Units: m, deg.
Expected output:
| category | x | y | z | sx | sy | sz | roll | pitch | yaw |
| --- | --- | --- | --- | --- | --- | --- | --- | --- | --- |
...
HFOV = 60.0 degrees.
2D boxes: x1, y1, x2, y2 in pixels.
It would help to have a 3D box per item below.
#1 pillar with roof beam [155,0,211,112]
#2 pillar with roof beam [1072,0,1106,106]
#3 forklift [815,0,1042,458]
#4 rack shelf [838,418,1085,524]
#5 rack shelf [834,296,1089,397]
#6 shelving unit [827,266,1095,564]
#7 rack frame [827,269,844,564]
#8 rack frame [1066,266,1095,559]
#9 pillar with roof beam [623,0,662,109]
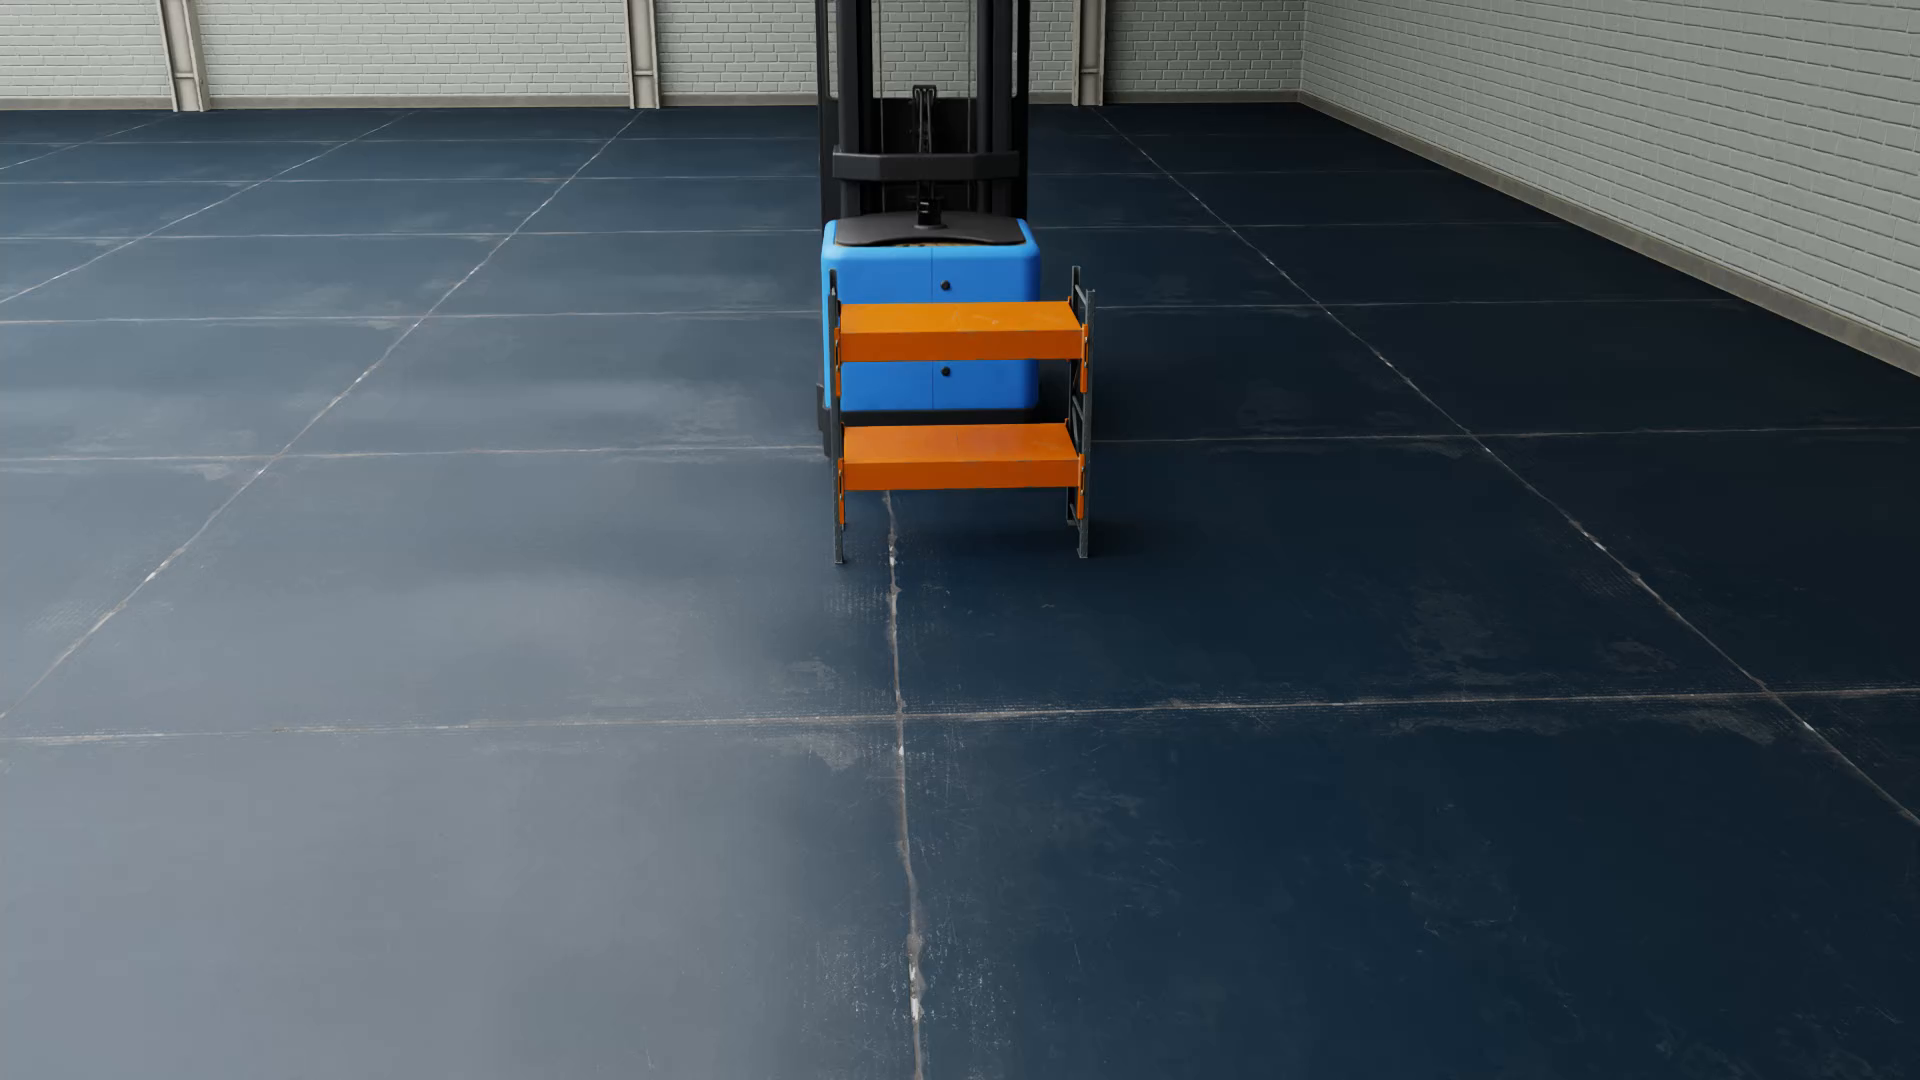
| category | x | y | z | sx | sy | sz | roll | pitch | yaw |
| --- | --- | --- | --- | --- | --- | --- | --- | --- | --- |
| pillar with roof beam | -9.989 | -8.411 | 16.566 | 0.400 | 9.000 | 9.100 | -1 | 21 | -3 |
| pillar with roof beam | 1.992 | -8.655 | 17.207 | 0.400 | 9.000 | 9.100 | -1 | 21 | -3 |
| forklift | -0.203 | -2.229 | 8.855 | 1.130 | 2.935 | 3.031 | -1 | 21 | -3 |
| rack shelf | -0.007 | -0.297 | 7.007 | 1.000 | 0.278 | 0.538 | -1 | 21 | -3 |
| rack shelf | -0.007 | -0.799 | 6.816 | 1.000 | 0.278 | 0.538 | -1 | 21 | -3 |
| shelving unit | -0.007 | -0.526 | 6.920 | 1.048 | 1.125 | 0.538 | -1 | 21 | -3 |
| rack frame | -0.514 | -0.515 | 6.893 | 0.032 | 1.125 | 0.500 | -1 | 21 | -3 |
| rack frame | 0.501 | -0.536 | 6.948 | 0.032 | 1.125 | 0.500 | -1 | 21 | -3 |
| pillar with roof beam | -3.999 | -8.533 | 16.886 | 0.400 | 9.000 | 9.100 | -1 | 21 | -3 |
